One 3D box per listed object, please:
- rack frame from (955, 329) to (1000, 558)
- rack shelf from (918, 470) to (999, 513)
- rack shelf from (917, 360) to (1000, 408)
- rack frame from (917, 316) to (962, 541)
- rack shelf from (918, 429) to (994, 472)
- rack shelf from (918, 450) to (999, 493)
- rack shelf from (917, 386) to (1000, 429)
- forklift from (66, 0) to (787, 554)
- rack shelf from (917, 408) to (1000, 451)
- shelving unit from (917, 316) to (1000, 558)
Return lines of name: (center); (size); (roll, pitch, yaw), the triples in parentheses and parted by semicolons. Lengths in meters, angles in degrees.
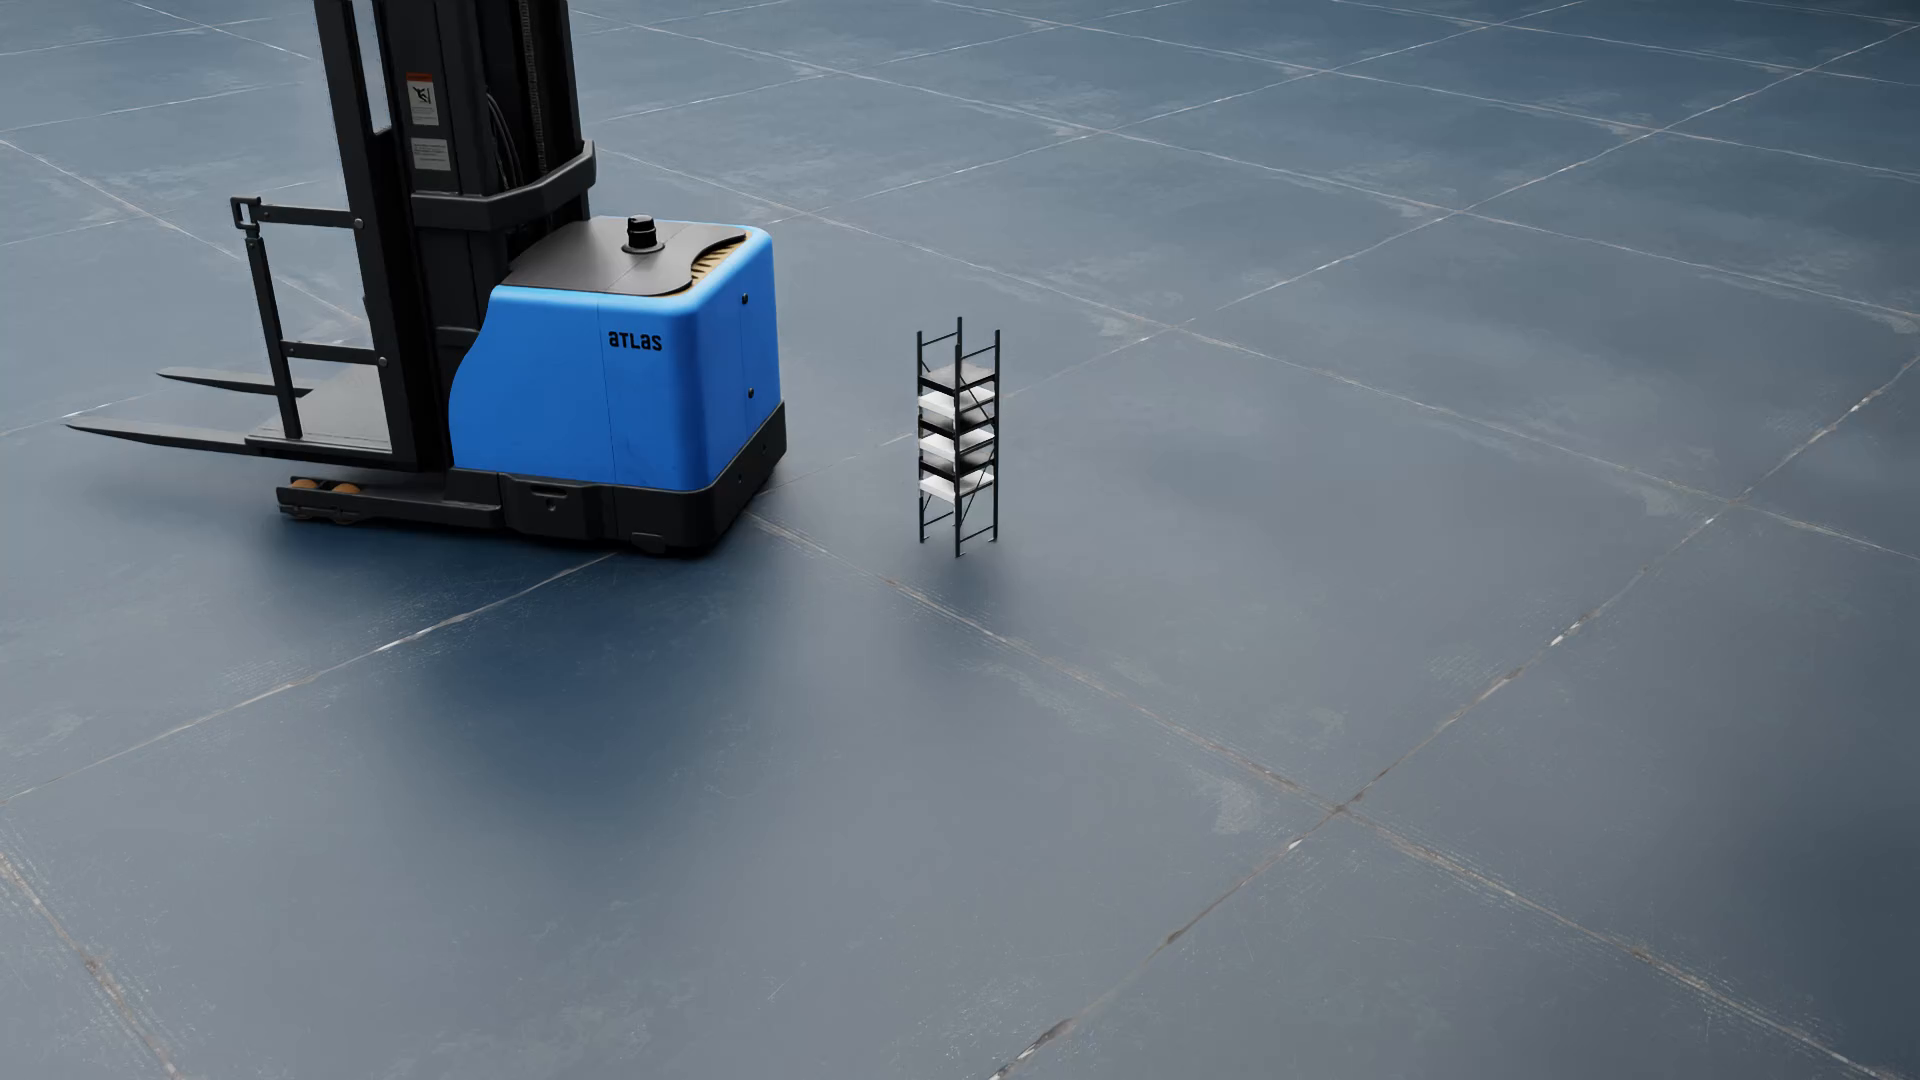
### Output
rack frame: (0.067, -0.368, 6.483); (0.006, 0.900, 0.240); (25, 36, 38)
rack shelf: (-0.006, -0.212, 6.645); (0.200, 0.077, 0.258); (25, 36, 38)
rack shelf: (-0.006, -0.610, 6.435); (0.200, 0.077, 0.258); (25, 36, 38)
rack frame: (-0.078, -0.434, 6.609); (0.006, 0.900, 0.240); (25, 36, 38)
rack shelf: (-0.006, -0.371, 6.561); (0.200, 0.077, 0.258); (25, 36, 38)
rack shelf: (-0.006, -0.292, 6.603); (0.200, 0.077, 0.258); (25, 36, 38)
rack shelf: (-0.006, -0.531, 6.477); (0.200, 0.077, 0.258); (25, 36, 38)
forklift: (-2.339, -1.591, 6.627); (3.031, 2.935, 1.130); (6, 28, 12)
rack shelf: (-0.006, -0.451, 6.519); (0.200, 0.077, 0.258); (25, 36, 38)
shelving unit: (-0.006, -0.401, 6.546); (0.210, 0.900, 0.258); (25, 36, 38)
